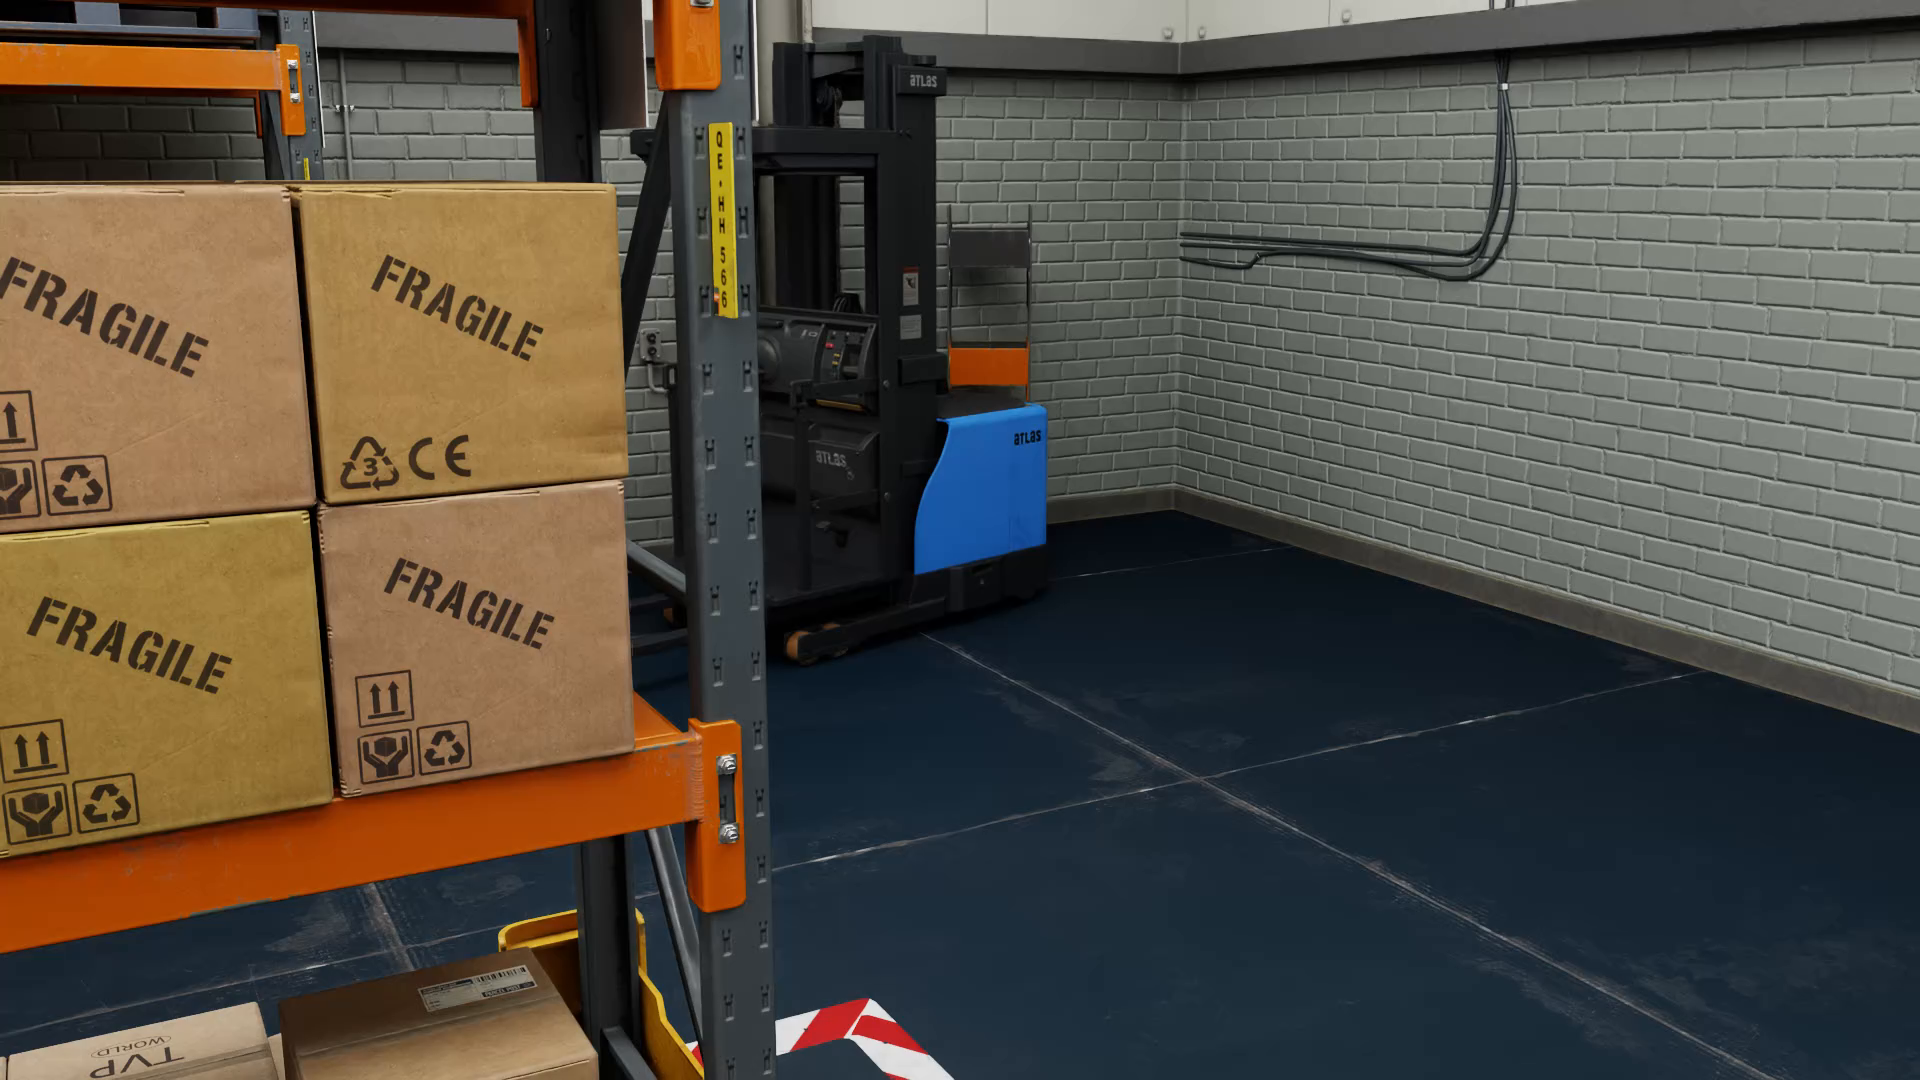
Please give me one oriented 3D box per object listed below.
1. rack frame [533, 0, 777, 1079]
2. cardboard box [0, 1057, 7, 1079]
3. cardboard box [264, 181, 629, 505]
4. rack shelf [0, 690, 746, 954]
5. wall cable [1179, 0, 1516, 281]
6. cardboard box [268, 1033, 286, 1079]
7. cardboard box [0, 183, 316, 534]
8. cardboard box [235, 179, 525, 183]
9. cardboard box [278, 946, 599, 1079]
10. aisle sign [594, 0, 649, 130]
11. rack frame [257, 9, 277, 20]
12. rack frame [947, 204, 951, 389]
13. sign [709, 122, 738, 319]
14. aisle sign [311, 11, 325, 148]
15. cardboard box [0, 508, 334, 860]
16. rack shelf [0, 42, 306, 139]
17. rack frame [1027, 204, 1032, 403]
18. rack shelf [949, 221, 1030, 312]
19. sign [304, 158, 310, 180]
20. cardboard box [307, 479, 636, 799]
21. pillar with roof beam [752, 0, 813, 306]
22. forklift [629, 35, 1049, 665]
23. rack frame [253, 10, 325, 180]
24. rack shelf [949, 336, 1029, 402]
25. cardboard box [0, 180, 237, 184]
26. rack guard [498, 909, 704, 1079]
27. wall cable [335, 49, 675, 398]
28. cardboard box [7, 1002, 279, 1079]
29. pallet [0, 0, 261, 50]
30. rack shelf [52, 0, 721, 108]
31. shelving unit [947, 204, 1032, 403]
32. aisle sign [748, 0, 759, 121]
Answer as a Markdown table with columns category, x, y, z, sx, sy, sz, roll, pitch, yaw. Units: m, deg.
| category | x | y | z | sx | sy | sz | roll | pitch | yaw |
| --- | --- | --- | --- | --- | --- | --- | --- | --- | --- |
| rack frame | -0.654 | 0.064 | 3.491 | 0.053 | 2.616 | 0.949 | -7 | 14 | -28 |
| cardboard box | -2.144 | 1.300 | 3.263 | 0.500 | 0.250 | 0.500 | -7 | 14 | -28 |
| cardboard box | -0.912 | -0.372 | 2.924 | 0.500 | 0.500 | 0.500 | -7 | 14 | -28 |
| rack shelf | -2.408 | 0.626 | 2.632 | 4.000 | 0.370 | 1.077 | -7 | 14 | -28 |
| wall cable | 2.106 | -2.827 | 9.748 | 0.112 | 2.526 | 3.097 | -7 | 14 | -28 |
| cardboard box | -1.404 | 1.237 | 3.733 | 0.250 | 0.166 | 0.380 | -7 | 14 | -28 |
| cardboard box | -1.355 | -0.318 | 2.687 | 0.500 | 0.500 | 0.500 | -6 | 14 | -26 |
| cardboard box | -1.169 | -0.476 | 3.386 | 0.500 | 0.500 | 0.500 | -6 | 14 | -26 |
| cardboard box | -1.012 | 1.175 | 3.249 | 0.500 | 0.500 | 0.500 | -7 | 14 | -28 |
| aisle sign | -0.734 | -1.267 | 3.486 | 0.004 | 0.787 | 0.394 | -7 | 14 | -28 |
| rack frame | -3.030 | -3.816 | 7.070 | 0.127 | 3.000 | 1.000 | -7 | 14 | -28 |
| rack frame | -0.065 | -0.991 | 10.231 | 0.015 | 2.100 | 0.400 | 0 | 13 | 1 |
| sign | -0.405 | -0.545 | 2.842 | 0.005 | 0.325 | 0.100 | -7 | 14 | -28 |
| aisle sign | -2.823 | -2.107 | 7.220 | 0.004 | 0.787 | 0.394 | -7 | 14 | -28 |
| cardboard box | -1.369 | 0.171 | 2.789 | 0.500 | 0.500 | 0.500 | -7 | 14 | -27 |
| rack shelf | -4.785 | -1.791 | 6.543 | 4.000 | 0.370 | 1.077 | -7 | 14 | -28 |
| rack frame | 0.423 | -0.989 | 10.221 | 0.015 | 2.100 | 0.400 | 0 | 13 | 1 |
| rack shelf | 0.179 | -1.660 | 10.075 | 0.480 | 0.518 | 0.431 | 0 | 13 | 1 |
| sign | -2.782 | -1.464 | 7.104 | 0.005 | 0.325 | 0.100 | -7 | 14 | -28 |
| cardboard box | -0.916 | 0.116 | 3.035 | 0.500 | 0.500 | 0.500 | -6 | 14 | -26 |
| pillar with roof beam | 0.988 | -3.437 | 5.386 | 0.400 | 9.000 | 9.100 | -7 | 14 | -28 |
| forklift | -0.904 | -0.958 | 8.189 | 1.130 | 2.935 | 3.031 | 12 | 18 | 43 |
| rack frame | -3.030 | -0.889 | 7.728 | 0.127 | 3.000 | 1.000 | -7 | 14 | -28 |
| rack shelf | 0.179 | -0.977 | 10.229 | 0.480 | 0.518 | 0.431 | 0 | 13 | 1 |
| cardboard box | -1.624 | -0.419 | 3.135 | 0.500 | 0.500 | 0.500 | -7 | 14 | -27 |
| rack guard | -0.720 | 1.293 | 3.727 | 0.348 | 0.500 | 1.175 | -7 | 14 | -28 |
| wall cable | -2.359 | -1.702 | 9.025 | 1.851 | 1.984 | 0.084 | -7 | 14 | -28 |
| cardboard box | -1.705 | 1.247 | 3.497 | 0.500 | 0.250 | 0.500 | -7 | 14 | -28 |
| pallet | -3.676 | -2.229 | 7.053 | 1.213 | 0.211 | 1.003 | -7 | 14 | -28 |
| rack shelf | -2.408 | -0.837 | 2.303 | 4.000 | 0.370 | 1.077 | -7 | 14 | -28 |
| shelving unit | 0.179 | -0.990 | 10.226 | 0.503 | 2.100 | 0.431 | 0 | 13 | 1 |
| aisle sign | -0.446 | -1.151 | 2.972 | 0.004 | 0.787 | 0.394 | -7 | 14 | -28 |
